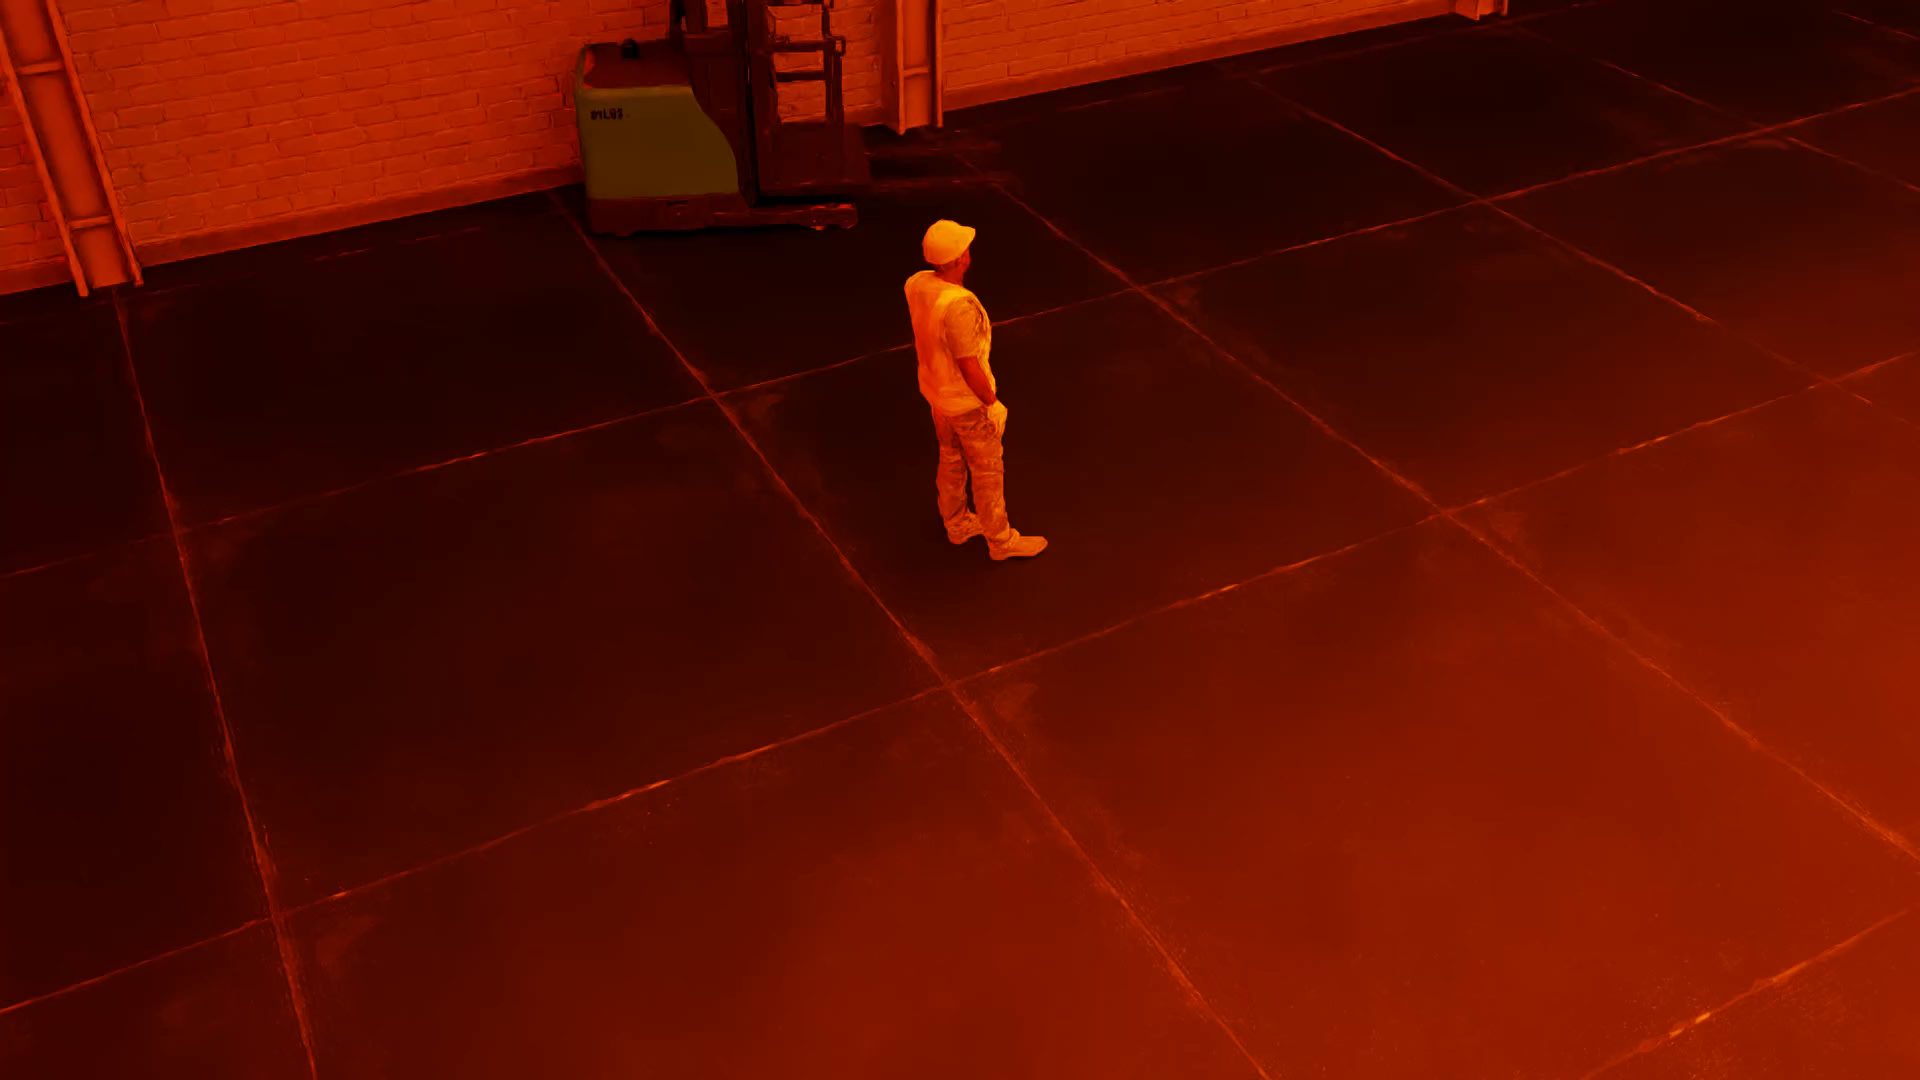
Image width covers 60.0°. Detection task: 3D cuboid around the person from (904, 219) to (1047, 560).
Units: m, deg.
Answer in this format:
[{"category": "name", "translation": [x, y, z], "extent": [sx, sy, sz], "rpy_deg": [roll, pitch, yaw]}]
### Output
[{"category": "person", "translation": [0.067, -0.749, 8.166], "extent": [0.576, 1.782, 0.655], "rpy_deg": [-17, 39, -23]}]

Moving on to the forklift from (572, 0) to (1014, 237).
[{"category": "forklift", "translation": [-1.156, -3.690, 11.343], "extent": [3.031, 2.935, 1.130], "rpy_deg": [-5, 36, -7]}]
